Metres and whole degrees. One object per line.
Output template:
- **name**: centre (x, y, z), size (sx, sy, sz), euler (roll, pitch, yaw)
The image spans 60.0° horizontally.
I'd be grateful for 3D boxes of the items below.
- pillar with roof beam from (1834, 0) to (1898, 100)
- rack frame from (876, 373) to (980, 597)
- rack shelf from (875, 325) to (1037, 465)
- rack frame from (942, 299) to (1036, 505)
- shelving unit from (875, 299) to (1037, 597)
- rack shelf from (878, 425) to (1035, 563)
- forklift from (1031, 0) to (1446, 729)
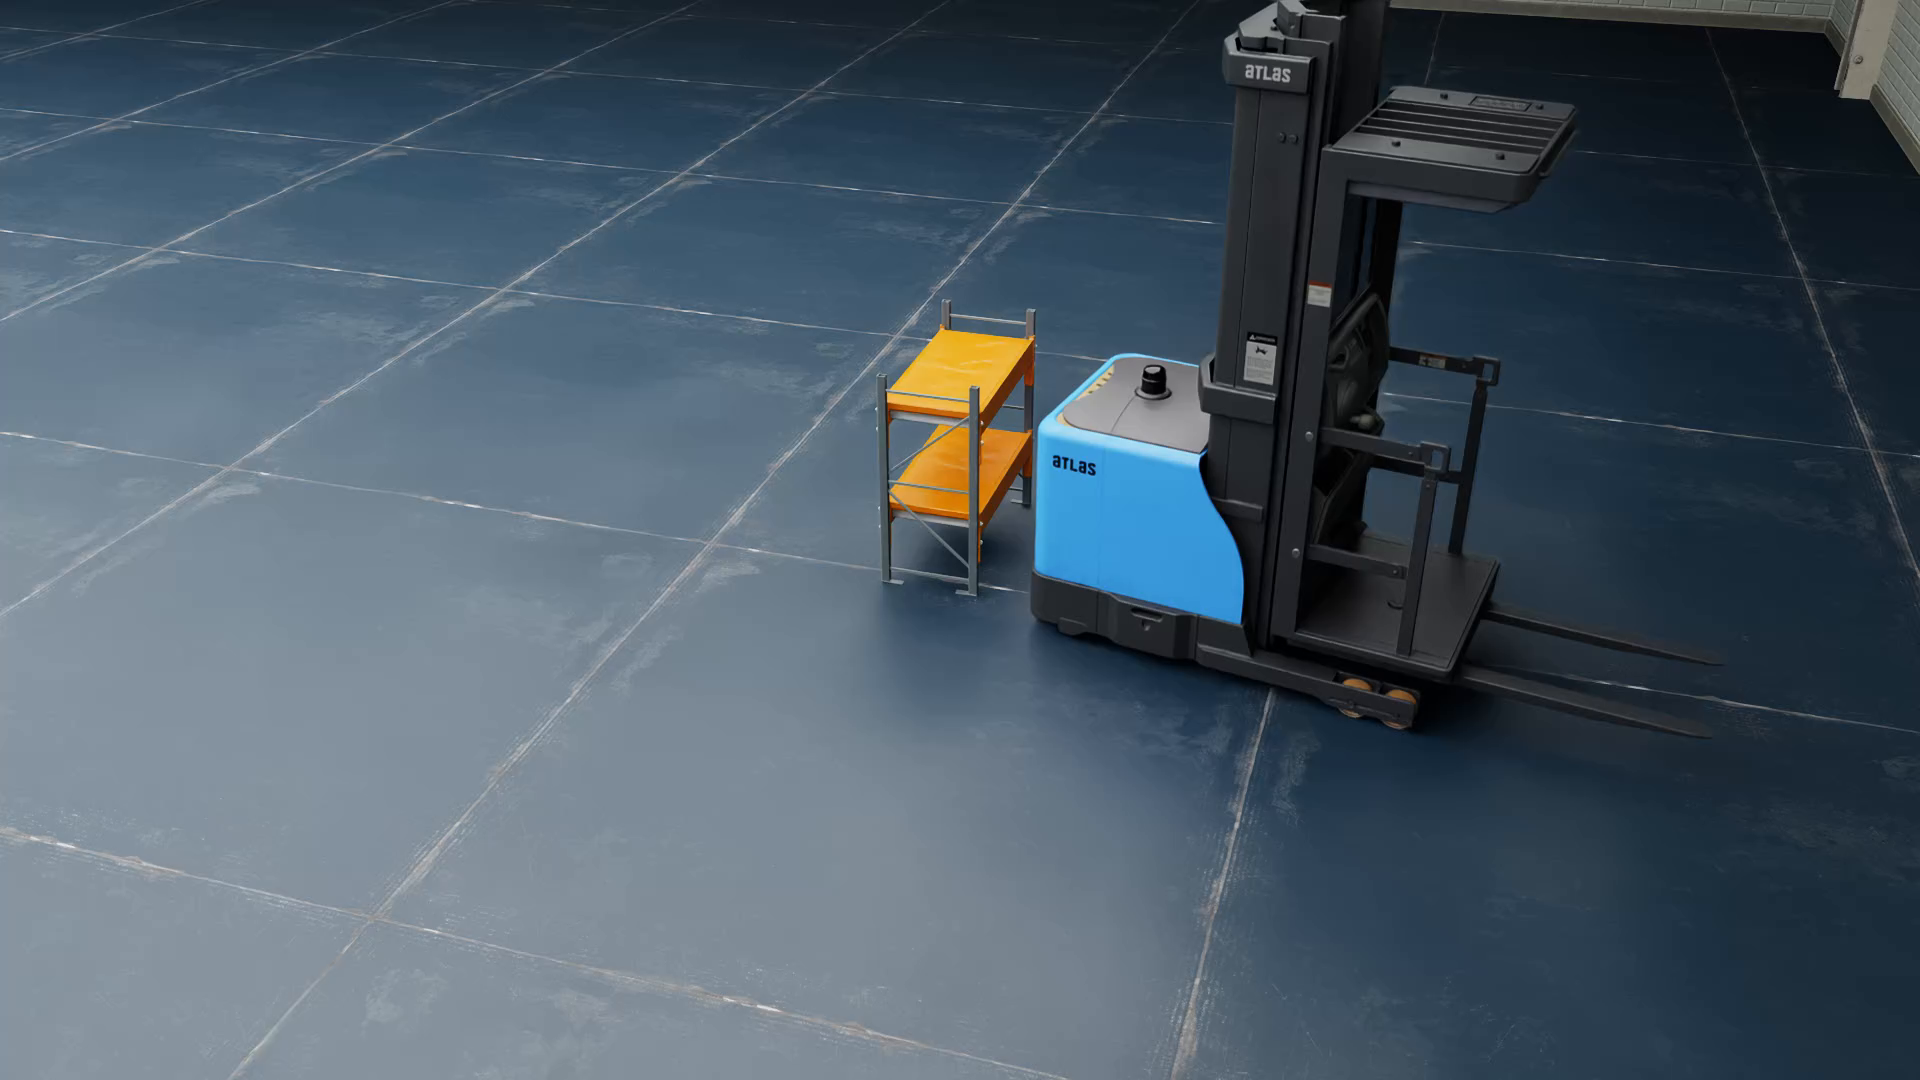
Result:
- **pillar with roof beam**: centre (4.963, -9.081, 15.818), size (9.100, 9.000, 0.400), euler (8, 30, 15)
- **rack frame**: centre (-0.151, -0.252, 8.046), size (0.500, 1.125, 0.032), euler (8, 30, 15)
- **rack shelf**: centre (-0.002, -0.744, 8.329), size (0.538, 0.278, 1.000), euler (8, 30, 15)
- **rack frame**: centre (0.147, -0.725, 8.896), size (0.500, 1.125, 0.032), euler (8, 30, 15)
- **shelving unit**: centre (-0.002, -0.488, 8.471), size (0.538, 1.125, 1.048), euler (8, 30, 15)
- **rack shelf**: centre (-0.002, -0.275, 8.590), size (0.538, 0.278, 1.000), euler (8, 30, 15)
- **forklift**: centre (1.890, -0.751, 7.086), size (3.031, 2.935, 1.130), euler (14, 32, 23)
